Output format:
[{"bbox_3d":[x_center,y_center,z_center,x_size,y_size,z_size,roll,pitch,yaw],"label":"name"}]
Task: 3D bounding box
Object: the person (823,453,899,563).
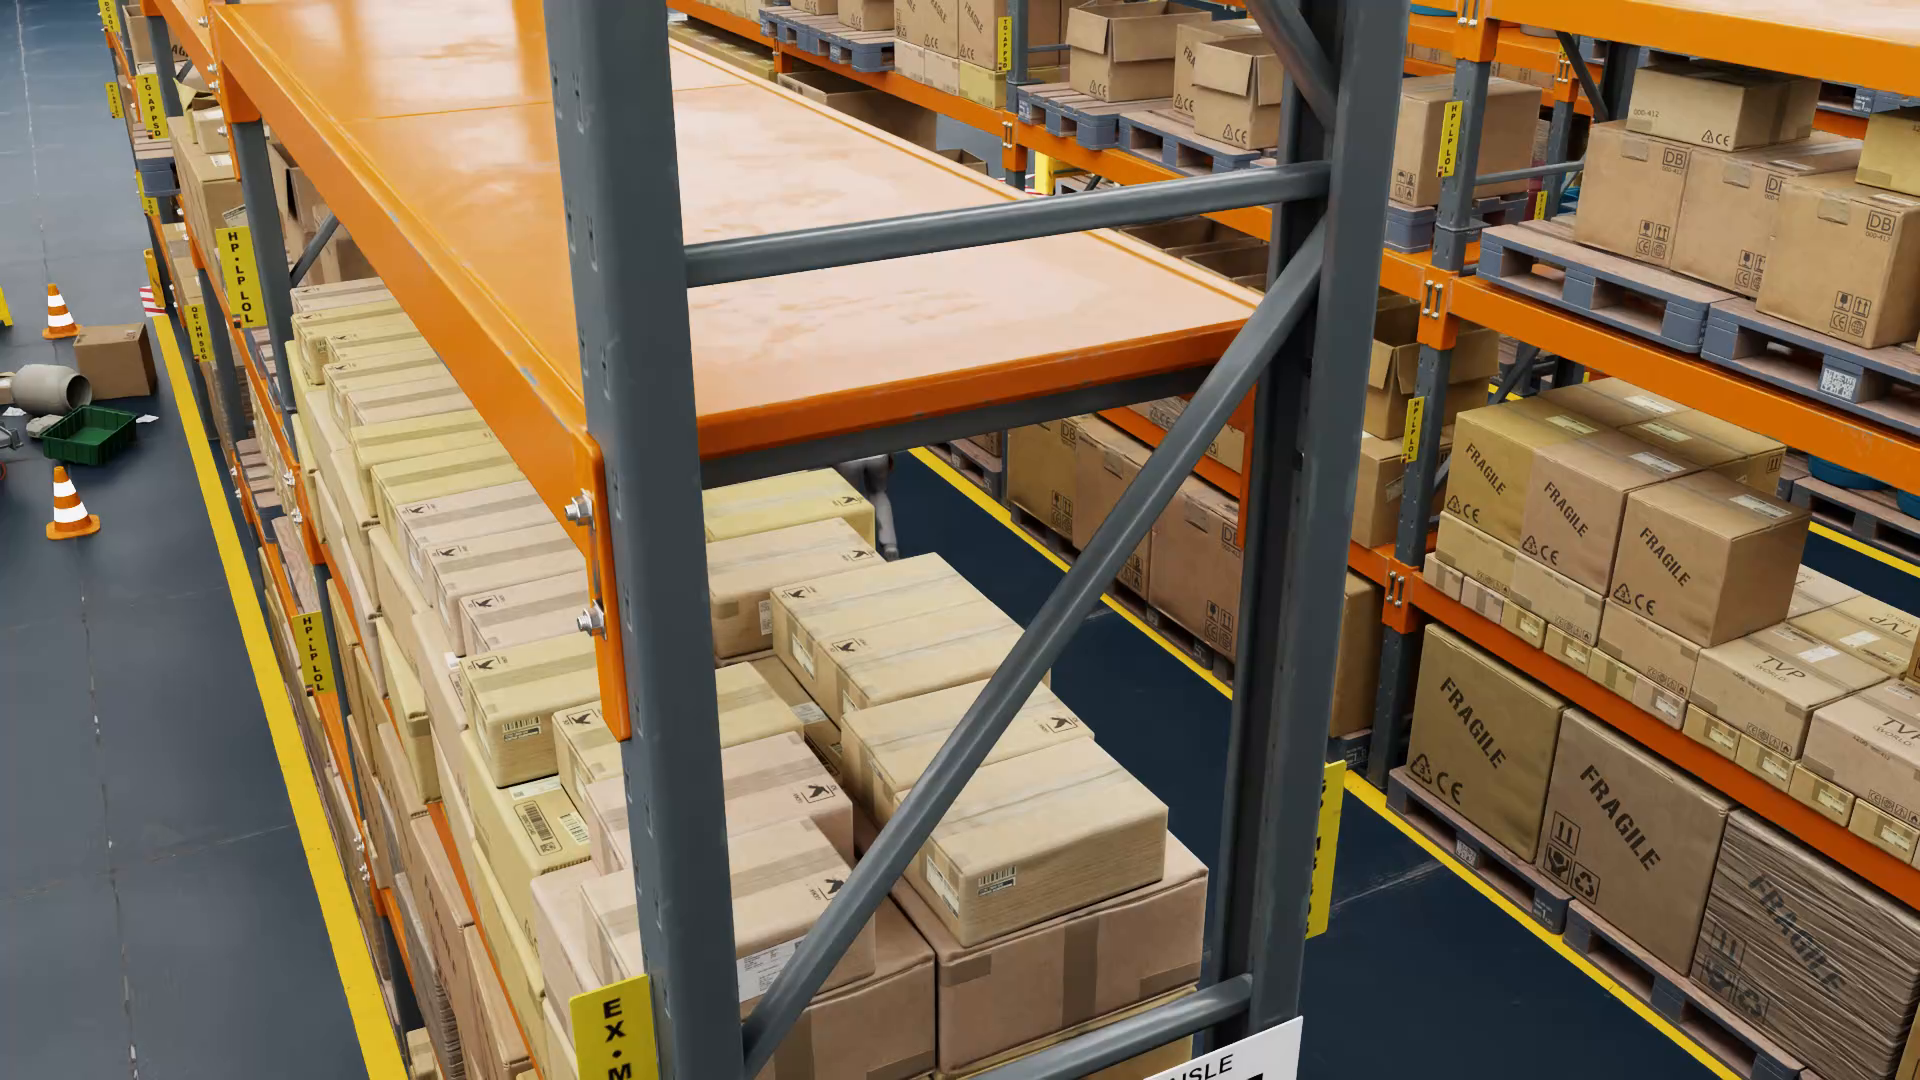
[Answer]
[{"bbox_3d":[-0.656,-0.549,10.673,0.496,1.683,0.583,-12,28,-24],"label":"person"}]
